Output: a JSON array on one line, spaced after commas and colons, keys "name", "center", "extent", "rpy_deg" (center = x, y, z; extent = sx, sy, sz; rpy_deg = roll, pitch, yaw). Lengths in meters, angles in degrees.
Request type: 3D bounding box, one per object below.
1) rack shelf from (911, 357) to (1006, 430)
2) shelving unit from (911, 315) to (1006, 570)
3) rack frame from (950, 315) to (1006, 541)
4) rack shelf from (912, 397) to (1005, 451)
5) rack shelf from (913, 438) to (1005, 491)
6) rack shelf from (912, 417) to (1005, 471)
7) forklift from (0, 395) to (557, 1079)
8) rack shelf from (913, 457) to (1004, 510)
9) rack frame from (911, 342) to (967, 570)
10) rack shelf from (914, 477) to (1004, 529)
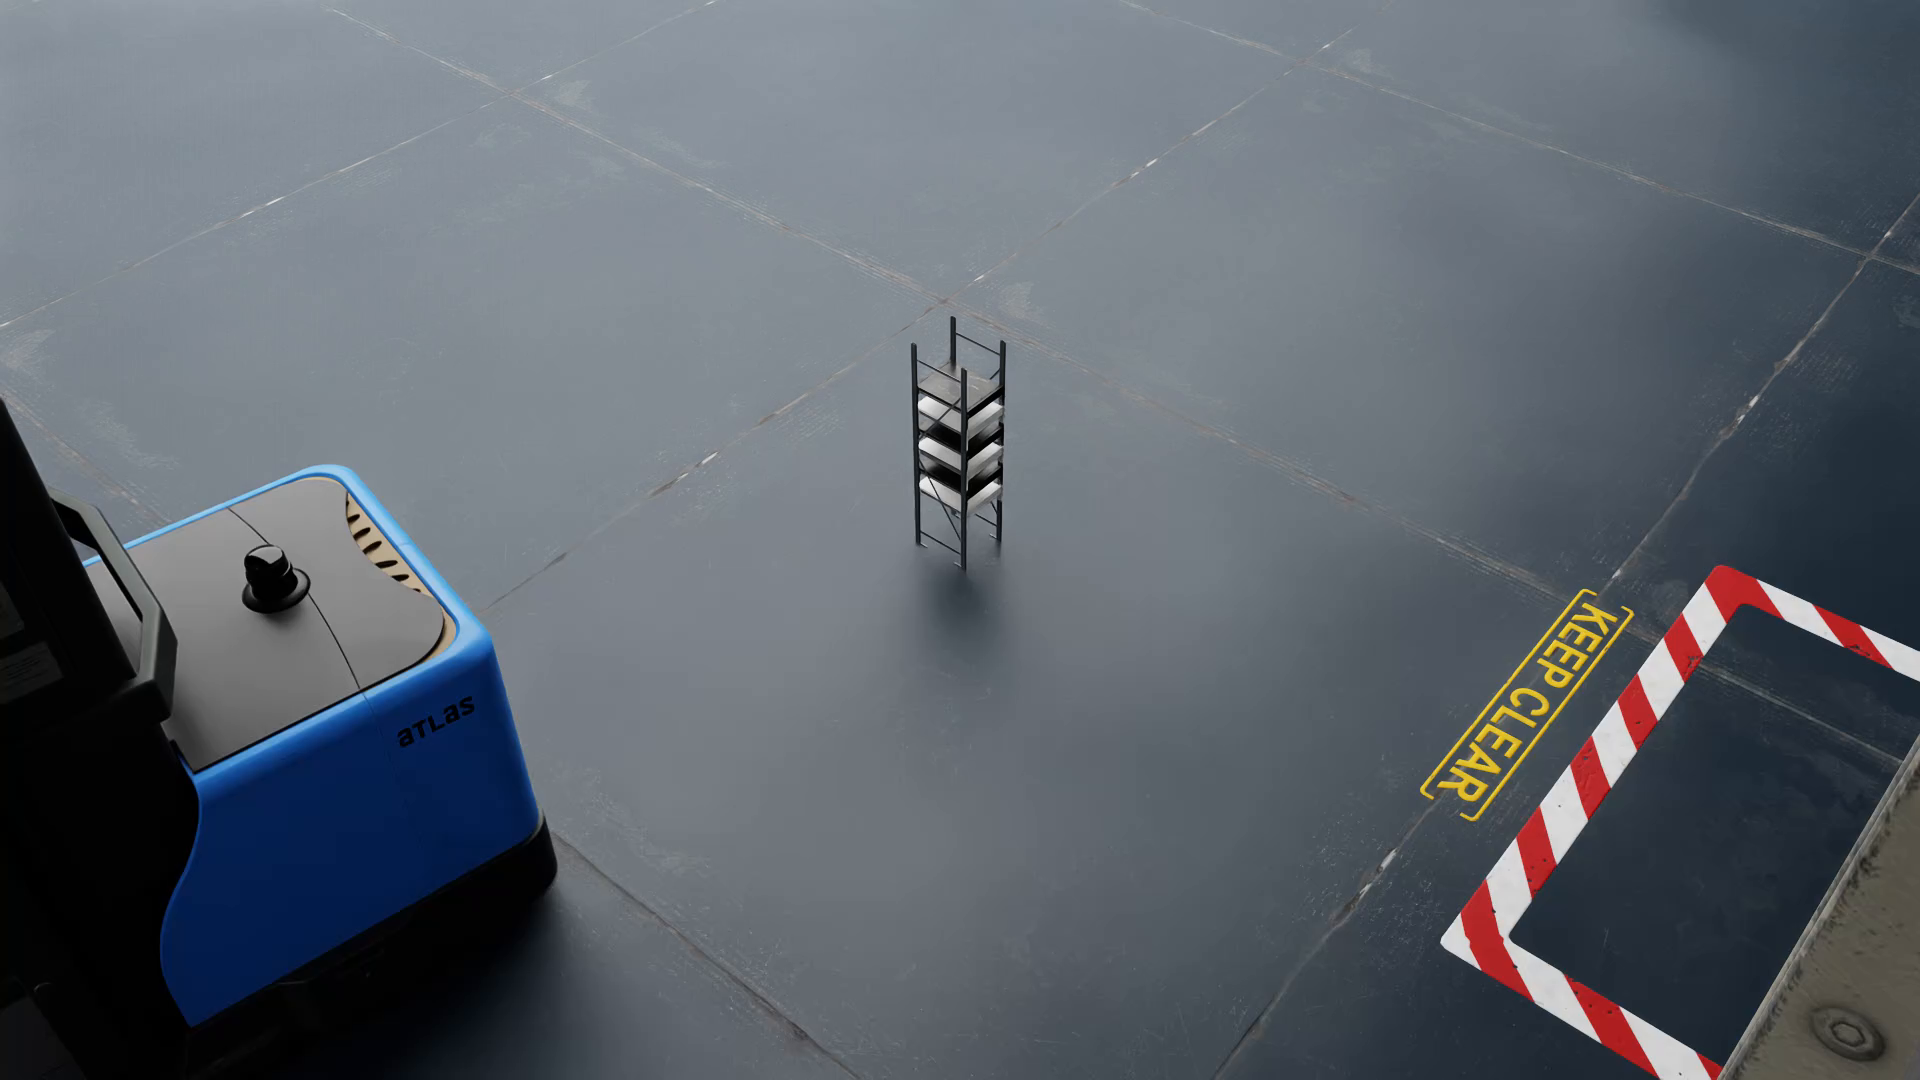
[{"name": "rack shelf", "center": [-0.005, -0.504, 5.705], "extent": [0.258, 0.077, 0.200], "rpy_deg": [29, 50, 28]}, {"name": "shelving unit", "center": [-0.005, -0.329, 5.864], "extent": [0.258, 0.900, 0.210], "rpy_deg": [29, 50, 28]}, {"name": "rack frame", "center": [0.060, -0.381, 5.921], "extent": [0.240, 0.900, 0.006], "rpy_deg": [29, 50, 28]}, {"name": "rack shelf", "center": [-0.005, -0.437, 5.765], "extent": [0.258, 0.077, 0.200], "rpy_deg": [29, 50, 28]}, {"name": "rack shelf", "center": [-0.005, -0.304, 5.886], "extent": [0.258, 0.077, 0.200], "rpy_deg": [29, 50, 28]}, {"name": "rack shelf", "center": [-0.005, -0.371, 5.826], "extent": [0.258, 0.077, 0.200], "rpy_deg": [29, 50, 28]}, {"name": "forklift", "center": [-2.670, 0.338, 3.621], "extent": [3.031, 2.935, 1.130], "rpy_deg": [-28, 49, -28]}, {"name": "rack shelf", "center": [-0.005, -0.238, 5.947], "extent": [0.258, 0.077, 0.200], "rpy_deg": [29, 50, 28]}, {"name": "rack frame", "center": [-0.071, -0.276, 5.806], "extent": [0.240, 0.900, 0.006], "rpy_deg": [29, 50, 28]}, {"name": "rack shelf", "center": [-0.005, -0.171, 6.007], "extent": [0.258, 0.077, 0.200], "rpy_deg": [29, 50, 28]}]
